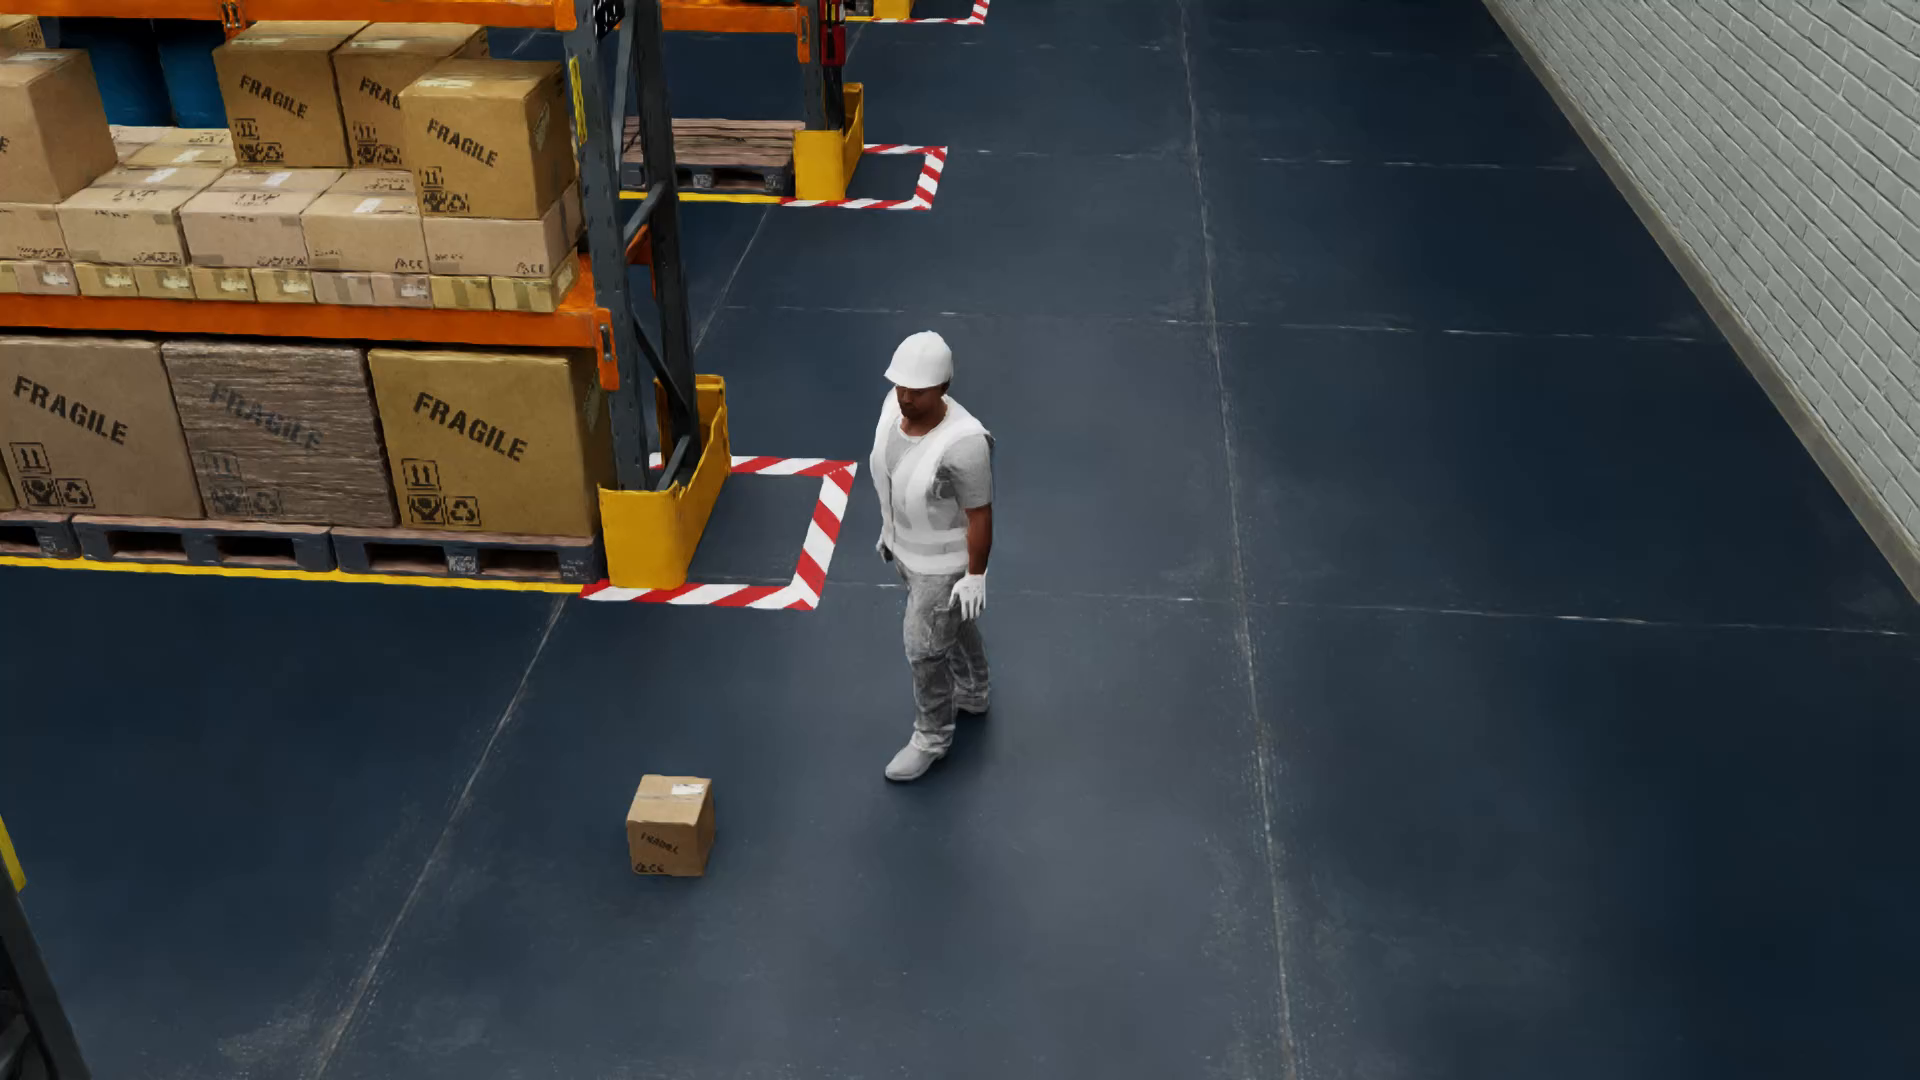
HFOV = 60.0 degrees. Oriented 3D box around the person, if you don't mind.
[{"bbox_3d":[-0.089,0.033,6.064,0.568,1.777,0.574,-16,35,-25],"label":"person"}]
